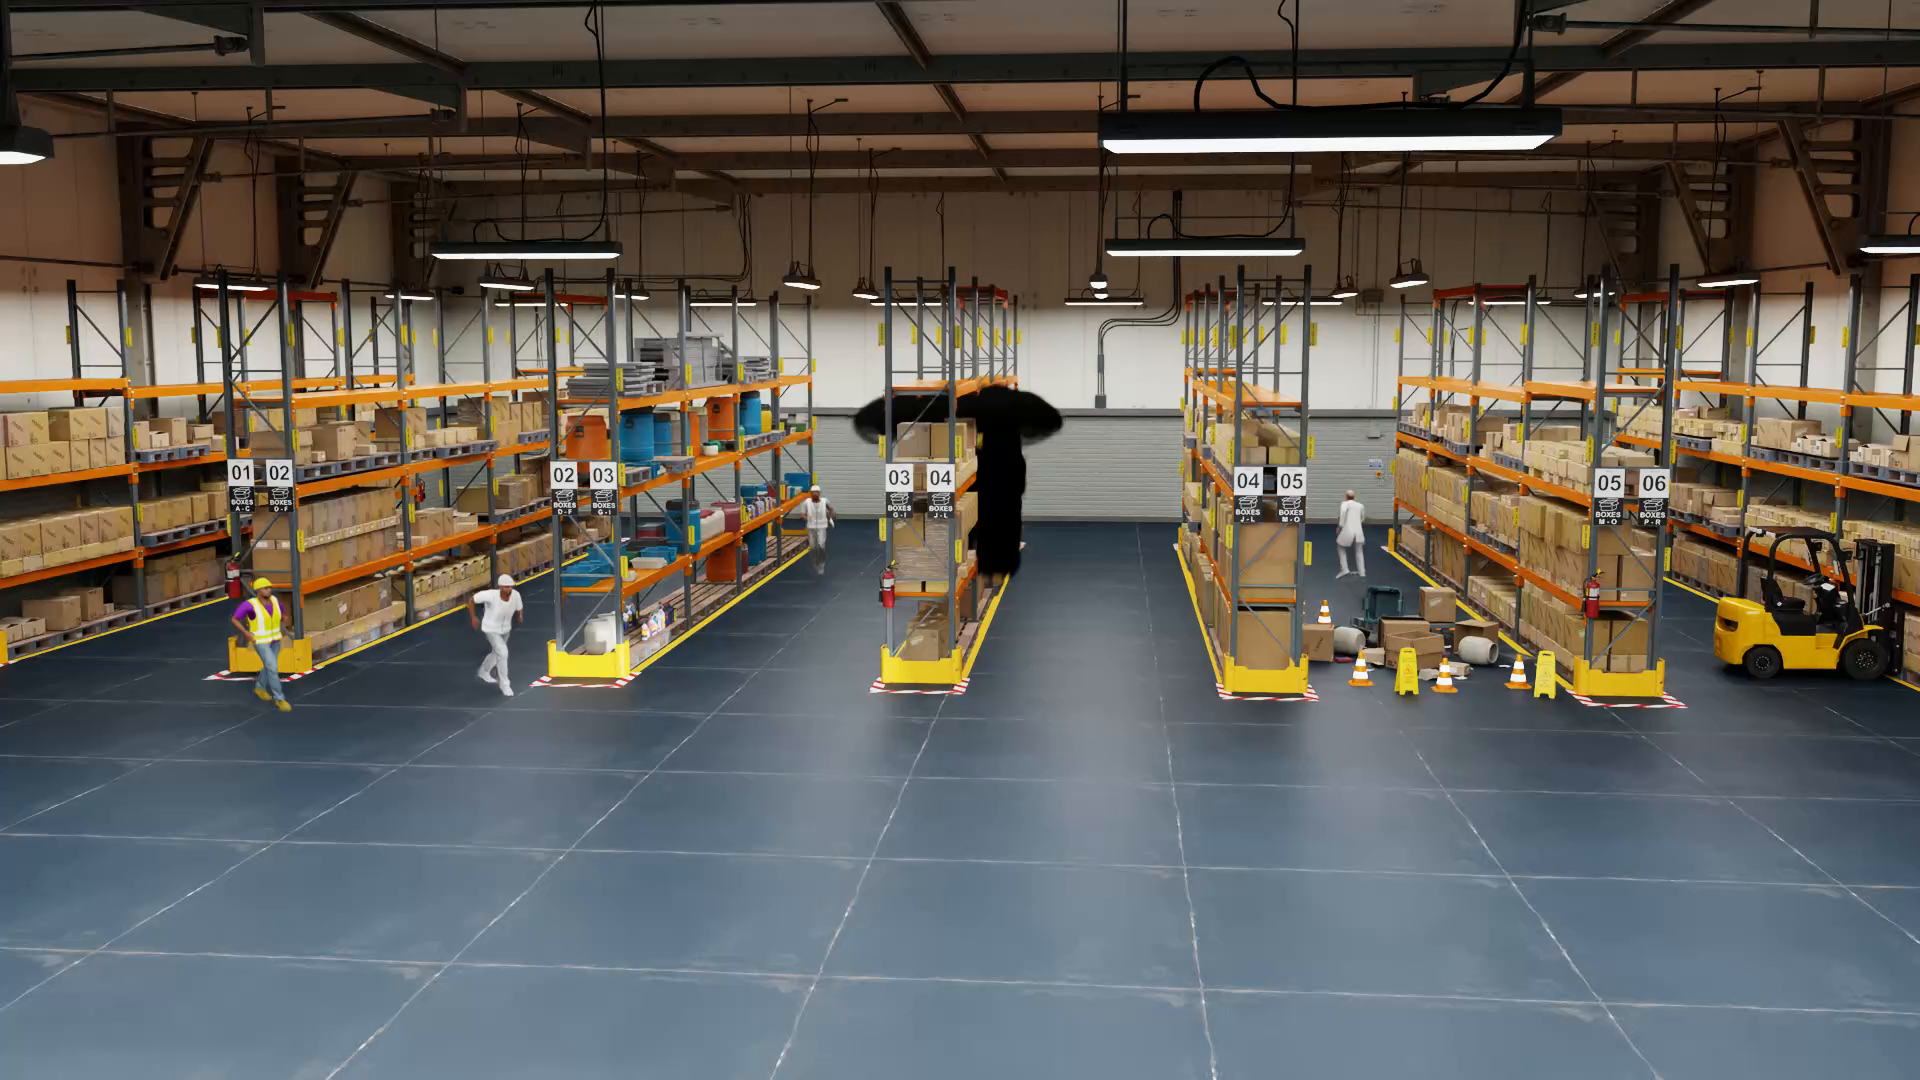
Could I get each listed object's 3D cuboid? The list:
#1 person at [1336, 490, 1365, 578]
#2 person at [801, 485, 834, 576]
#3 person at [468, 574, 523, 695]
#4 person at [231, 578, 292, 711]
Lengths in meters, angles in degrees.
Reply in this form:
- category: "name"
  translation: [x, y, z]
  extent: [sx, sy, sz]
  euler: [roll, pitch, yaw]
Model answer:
- category: "person"
  translation: [7.776, -0.089, 33.039]
  extent: [0.696, 1.784, 1.041]
  euler: [-1, 7, -10]
- category: "person"
  translation: [-2.896, -0.194, 33.717]
  extent: [0.657, 1.845, 0.795]
  euler: [0, 7, 0]
- category: "person"
  translation: [-6.595, 1.337, 23.585]
  extent: [0.961, 1.759, 0.747]
  euler: [6, 9, 43]
- category: "person"
  translation: [-9.408, 1.399, 22.502]
  extent: [0.838, 1.803, 0.702]
  euler: [4, 8, 28]
